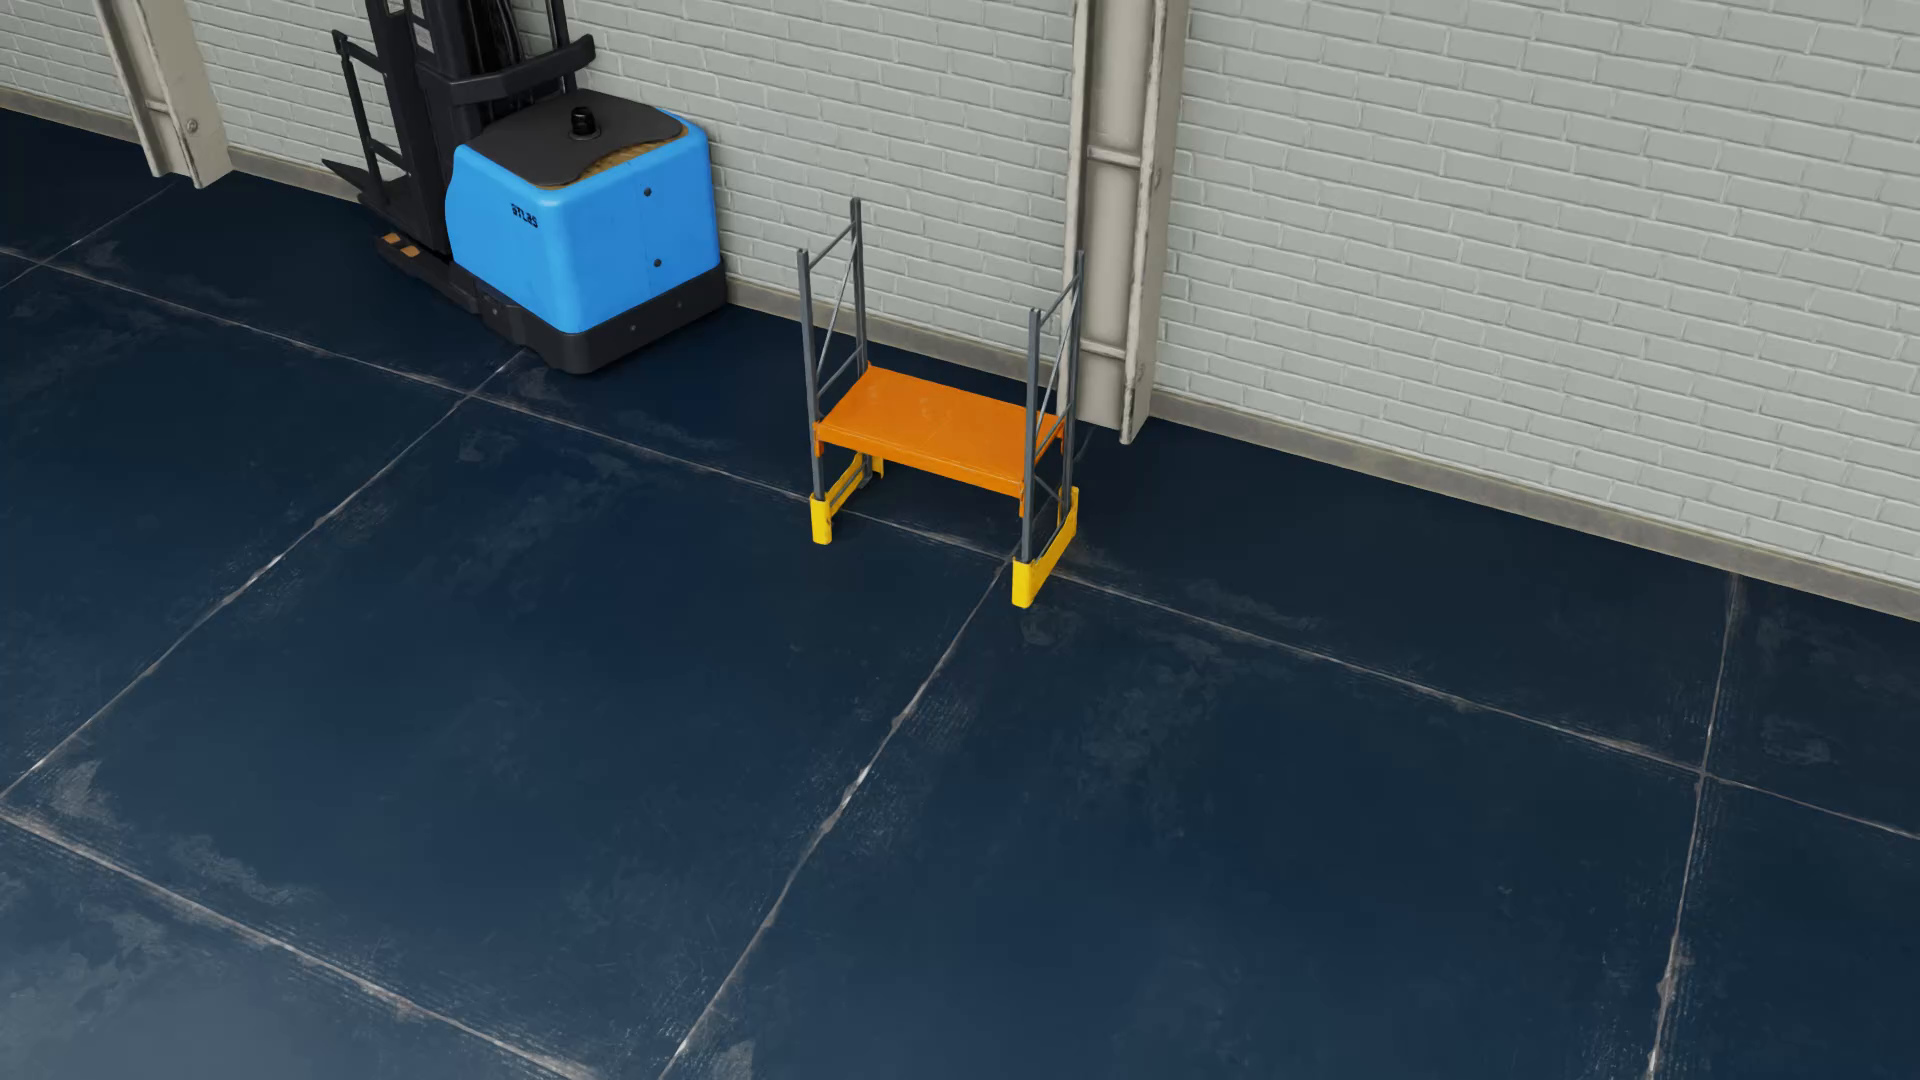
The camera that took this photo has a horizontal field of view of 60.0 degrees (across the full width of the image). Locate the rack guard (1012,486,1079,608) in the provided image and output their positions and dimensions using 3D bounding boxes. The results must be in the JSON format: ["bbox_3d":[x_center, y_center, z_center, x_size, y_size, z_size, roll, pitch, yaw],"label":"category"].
[{"bbox_3d":[0.382,0.022,7.417,0.087,0.250,0.587,17,44,19],"label":"rack guard"}]

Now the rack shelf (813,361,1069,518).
[{"bbox_3d":[-0.077,-0.454,7.288,1.000,0.185,0.538,17,44,19],"label":"rack shelf"}]

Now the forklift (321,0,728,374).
[{"bbox_3d":[-2.668,-2.808,8.636,3.031,2.935,1.130,33,50,32],"label":"forklift"}]

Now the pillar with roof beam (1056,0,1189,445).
[{"bbox_3d":[-1.102,-1.457,2.445,0.400,9.000,9.100,17,44,19],"label":"pillar with roof beam"}]

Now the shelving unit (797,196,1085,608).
[{"bbox_3d":[-0.069,-0.588,7.167,1.083,1.500,0.587,17,44,19],"label":"shelving unit"}]

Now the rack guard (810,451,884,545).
[{"bbox_3d":[-0.520,-0.253,7.736,0.087,0.250,0.587,17,44,19],"label":"rack guard"}]

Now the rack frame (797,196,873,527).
[{"bbox_3d":[-0.538,-0.731,7.332,0.032,1.500,0.500,17,44,19],"label":"rack frame"}]

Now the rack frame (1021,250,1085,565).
[{"bbox_3d":[0.383,-0.450,7.008,0.032,1.500,0.500,17,44,19],"label":"rack frame"}]

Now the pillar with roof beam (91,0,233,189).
[{"bbox_3d":[-6.539,-3.119,4.362,0.400,9.000,9.100,17,44,19],"label":"pillar with roof beam"}]
